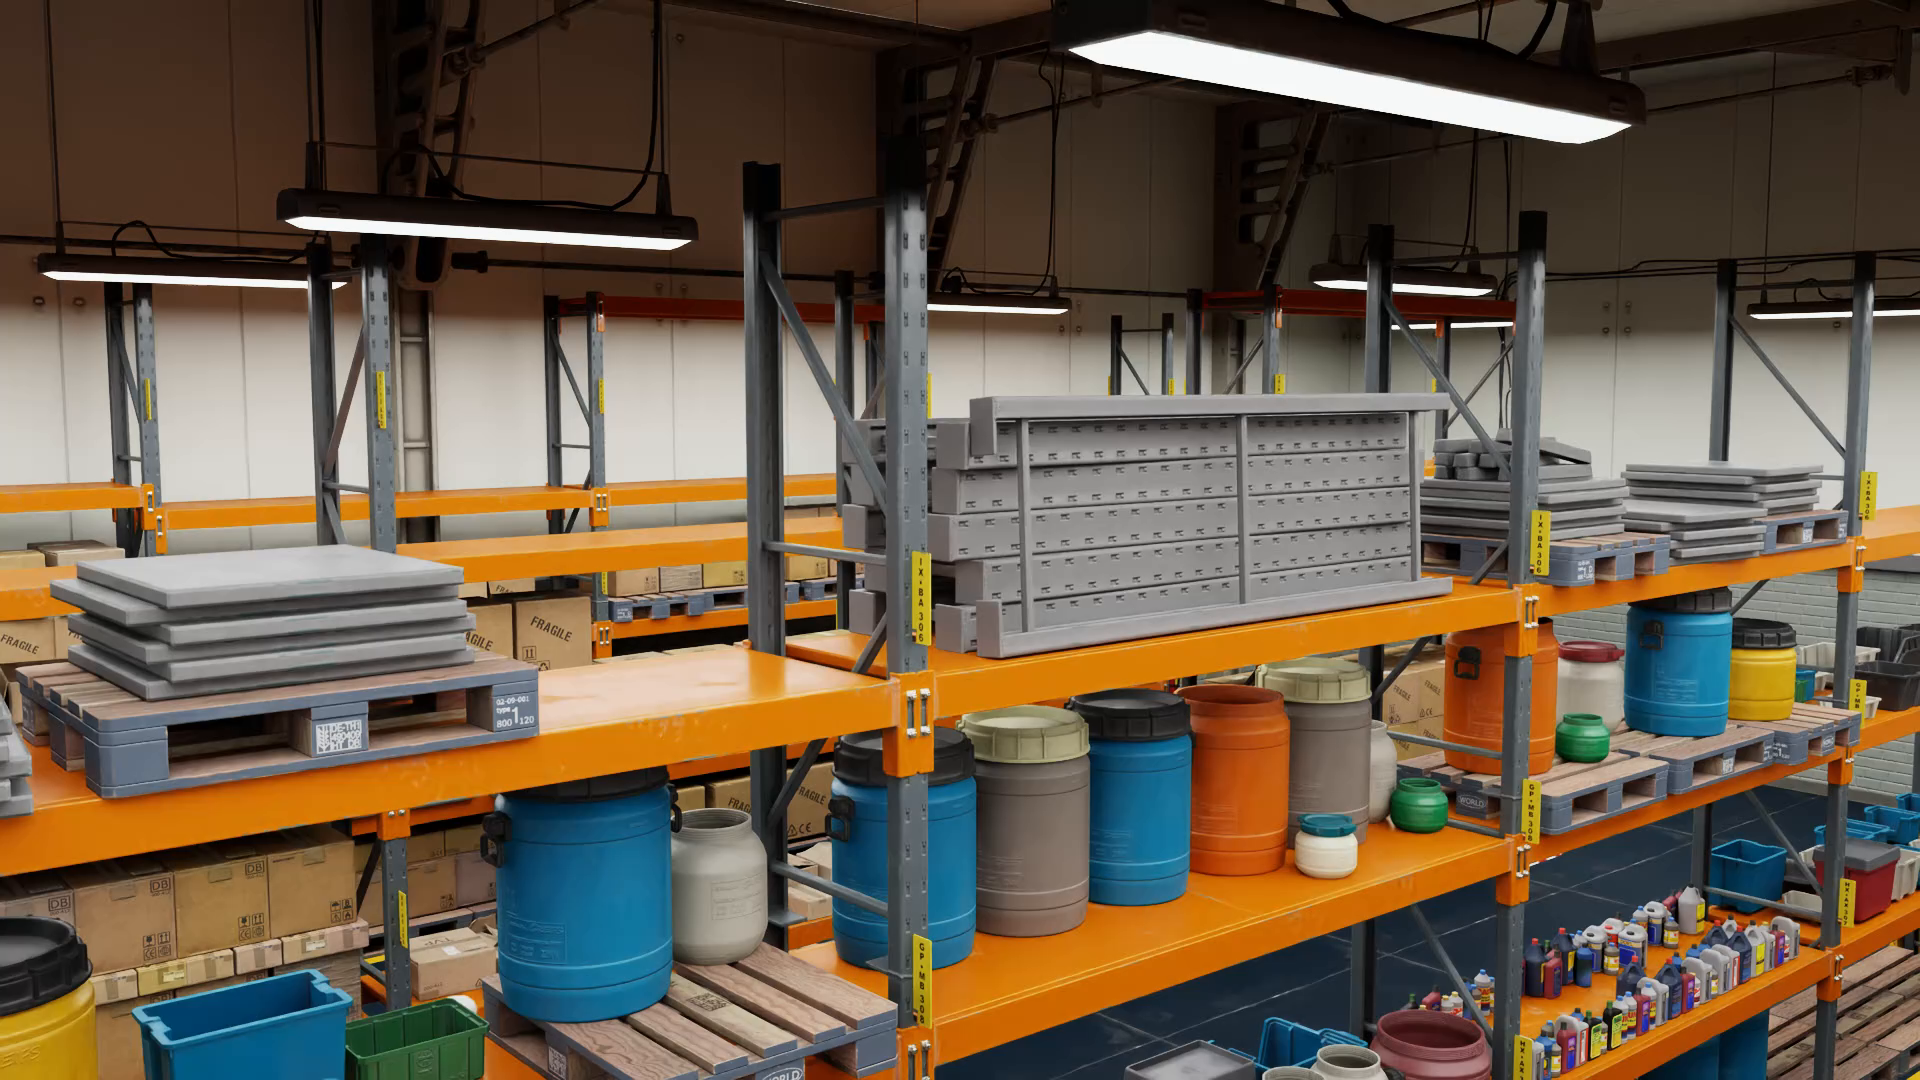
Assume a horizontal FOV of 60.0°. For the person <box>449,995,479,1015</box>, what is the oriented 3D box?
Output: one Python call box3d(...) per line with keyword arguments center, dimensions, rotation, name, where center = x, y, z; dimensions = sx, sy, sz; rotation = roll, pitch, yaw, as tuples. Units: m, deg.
box3d(center=(-2.772, 3.407, 9.194), dimensions=(0.596, 1.825, 0.623), rotation=(-3, 6, -27), name="person")
